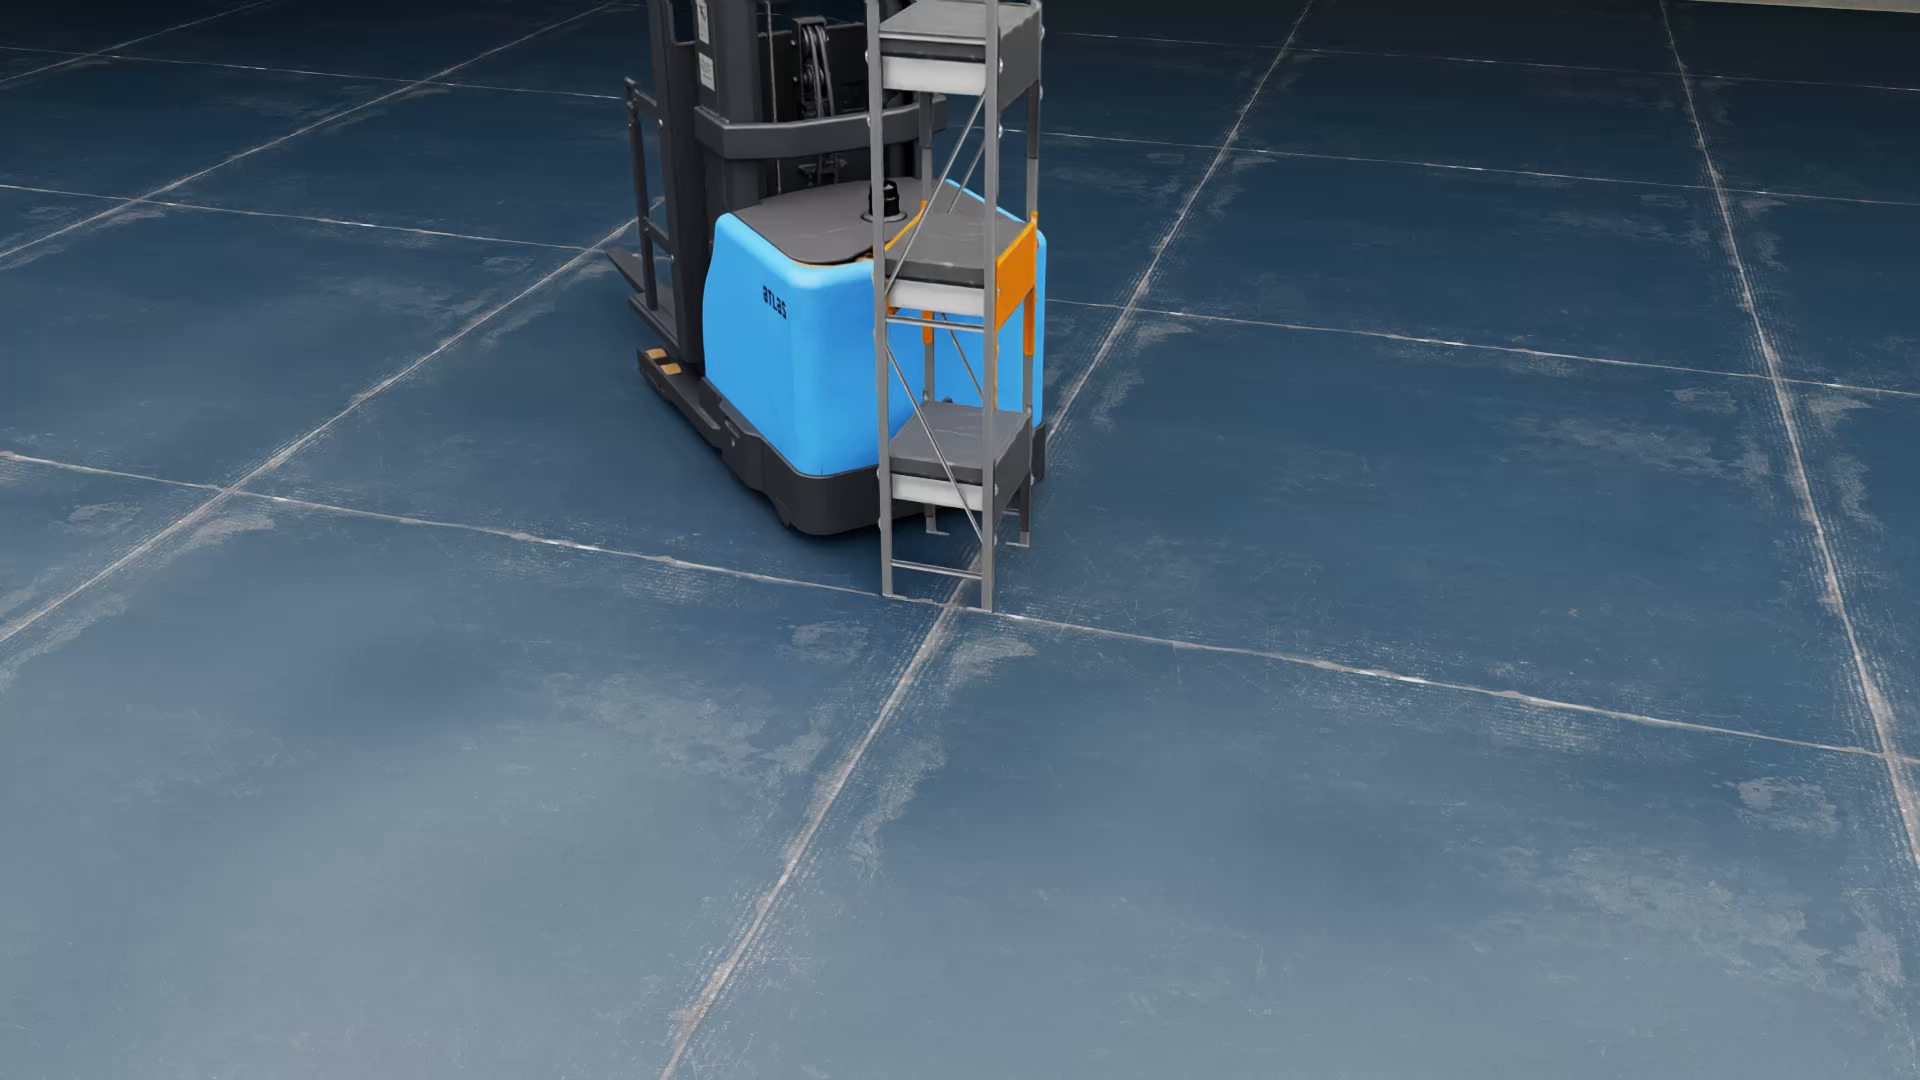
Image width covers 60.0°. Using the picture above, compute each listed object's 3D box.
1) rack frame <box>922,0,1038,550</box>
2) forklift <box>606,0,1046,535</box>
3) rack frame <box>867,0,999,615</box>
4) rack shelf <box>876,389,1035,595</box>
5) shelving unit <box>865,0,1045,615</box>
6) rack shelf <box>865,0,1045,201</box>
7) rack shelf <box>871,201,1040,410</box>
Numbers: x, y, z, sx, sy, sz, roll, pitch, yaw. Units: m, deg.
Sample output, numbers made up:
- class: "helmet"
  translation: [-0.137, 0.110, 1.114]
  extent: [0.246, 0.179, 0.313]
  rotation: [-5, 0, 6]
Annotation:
- class: "rack frame"
  translation: [0.065, -0.914, 5.734]
  extent: [0.400, 2.100, 0.015]
  rotation: [9, 30, 15]
- class: "forklift"
  translation: [-0.797, -1.986, 6.806]
  extent: [1.130, 2.935, 3.031]
  rotation: [-14, 32, -24]
- class: "rack frame"
  translation: [-0.081, -0.688, 5.327]
  extent: [0.400, 2.100, 0.015]
  rotation: [9, 30, 15]
- class: "rack shelf"
  translation: [-0.008, -0.177, 5.877]
  extent: [0.431, 0.518, 0.480]
  rotation: [9, 30, 15]
- class: "shelving unit"
  translation: [-0.008, -0.801, 5.530]
  extent: [0.431, 2.100, 0.503]
  rotation: [9, 30, 15]
- class: "rack shelf"
  translation: [-0.008, -1.401, 5.196]
  extent: [0.431, 0.518, 0.480]
  rotation: [9, 30, 15]
- class: "rack shelf"
  translation: [-0.008, -0.789, 5.537]
  extent: [0.431, 0.518, 0.480]
  rotation: [9, 30, 15]
